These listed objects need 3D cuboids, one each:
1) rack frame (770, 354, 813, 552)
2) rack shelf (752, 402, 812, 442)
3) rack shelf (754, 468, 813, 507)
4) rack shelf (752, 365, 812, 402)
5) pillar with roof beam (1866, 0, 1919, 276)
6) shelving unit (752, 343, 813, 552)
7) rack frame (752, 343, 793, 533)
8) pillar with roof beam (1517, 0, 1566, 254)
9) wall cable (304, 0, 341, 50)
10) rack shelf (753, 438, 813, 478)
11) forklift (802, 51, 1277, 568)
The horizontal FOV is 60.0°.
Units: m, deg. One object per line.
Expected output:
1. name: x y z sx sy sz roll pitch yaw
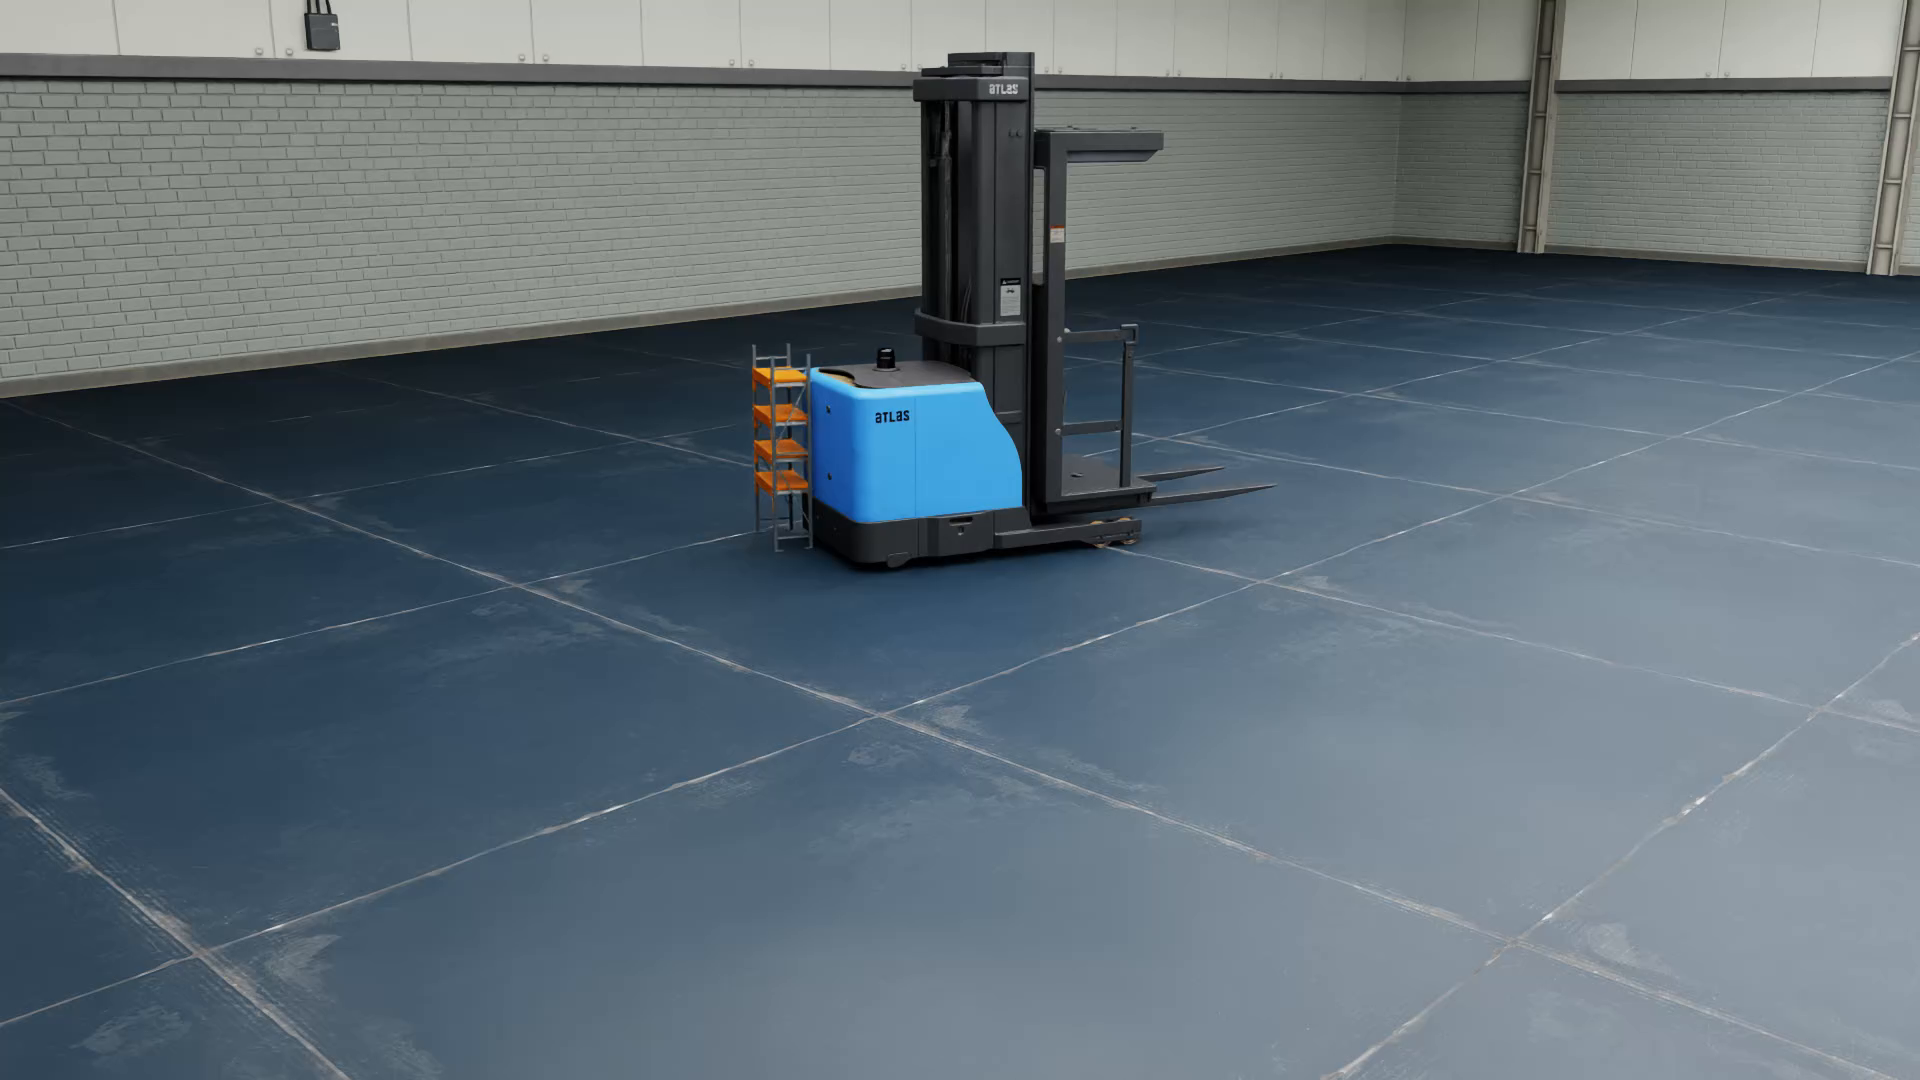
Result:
1. rack frame: -1.015 -0.519 10.039 0.240 1.200 0.015 -5 15 -19
2. rack shelf: -1.096 -0.728 10.222 0.258 0.148 0.480 -5 15 -19
3. rack shelf: -1.099 -0.319 10.328 0.258 0.148 0.480 -5 15 -19
4. rack shelf: -1.094 -0.958 10.163 0.258 0.148 0.480 -5 15 -19
5. pillar with roof beam: 11.973 -7.885 22.846 0.400 9.000 9.100 14 20 42
6. shelving unit: -1.097 -0.577 10.261 0.258 1.200 0.503 -5 15 -19
7. rack frame: -1.179 -0.635 10.484 0.240 1.200 0.015 -5 15 -19
8. pillar with roof beam: 7.654 -8.935 26.876 0.400 9.000 9.100 14 20 42
9. wall cable: -5.824 -8.120 17.005 0.169 6.003 2.305 14 20 42
10. rack shelf: -1.098 -0.512 10.278 0.258 0.148 0.480 -5 15 -19
11. forklift: 0.573 -1.484 10.314 3.031 2.935 1.130 -7 16 -24
